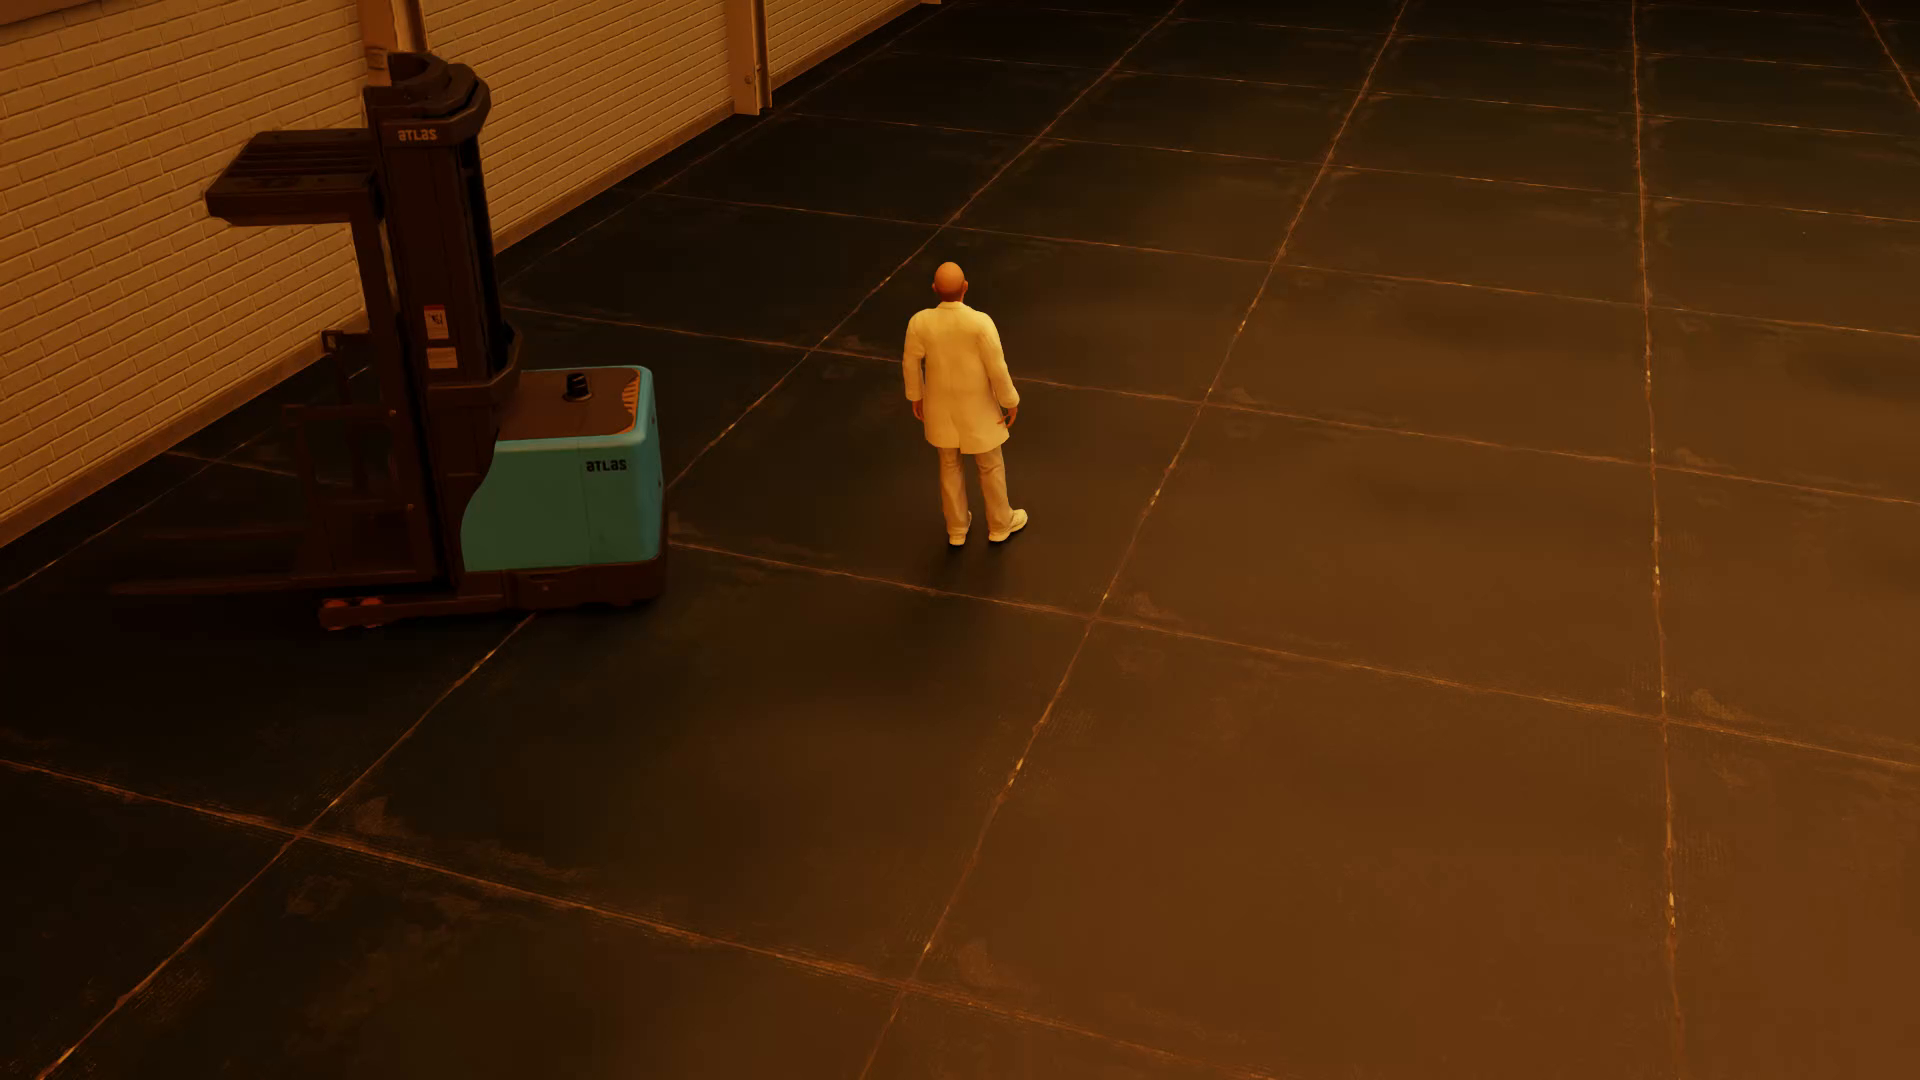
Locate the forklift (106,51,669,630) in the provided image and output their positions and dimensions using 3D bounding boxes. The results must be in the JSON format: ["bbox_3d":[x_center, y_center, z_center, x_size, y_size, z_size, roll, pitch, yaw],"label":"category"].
[{"bbox_3d":[-3.237,-1.050,8.978,3.031,2.935,1.130,-3,30,-6],"label":"forklift"}]

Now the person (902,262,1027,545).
[{"bbox_3d":[0.034,-0.814,9.728,0.694,1.763,0.581,10,31,16],"label":"person"}]
